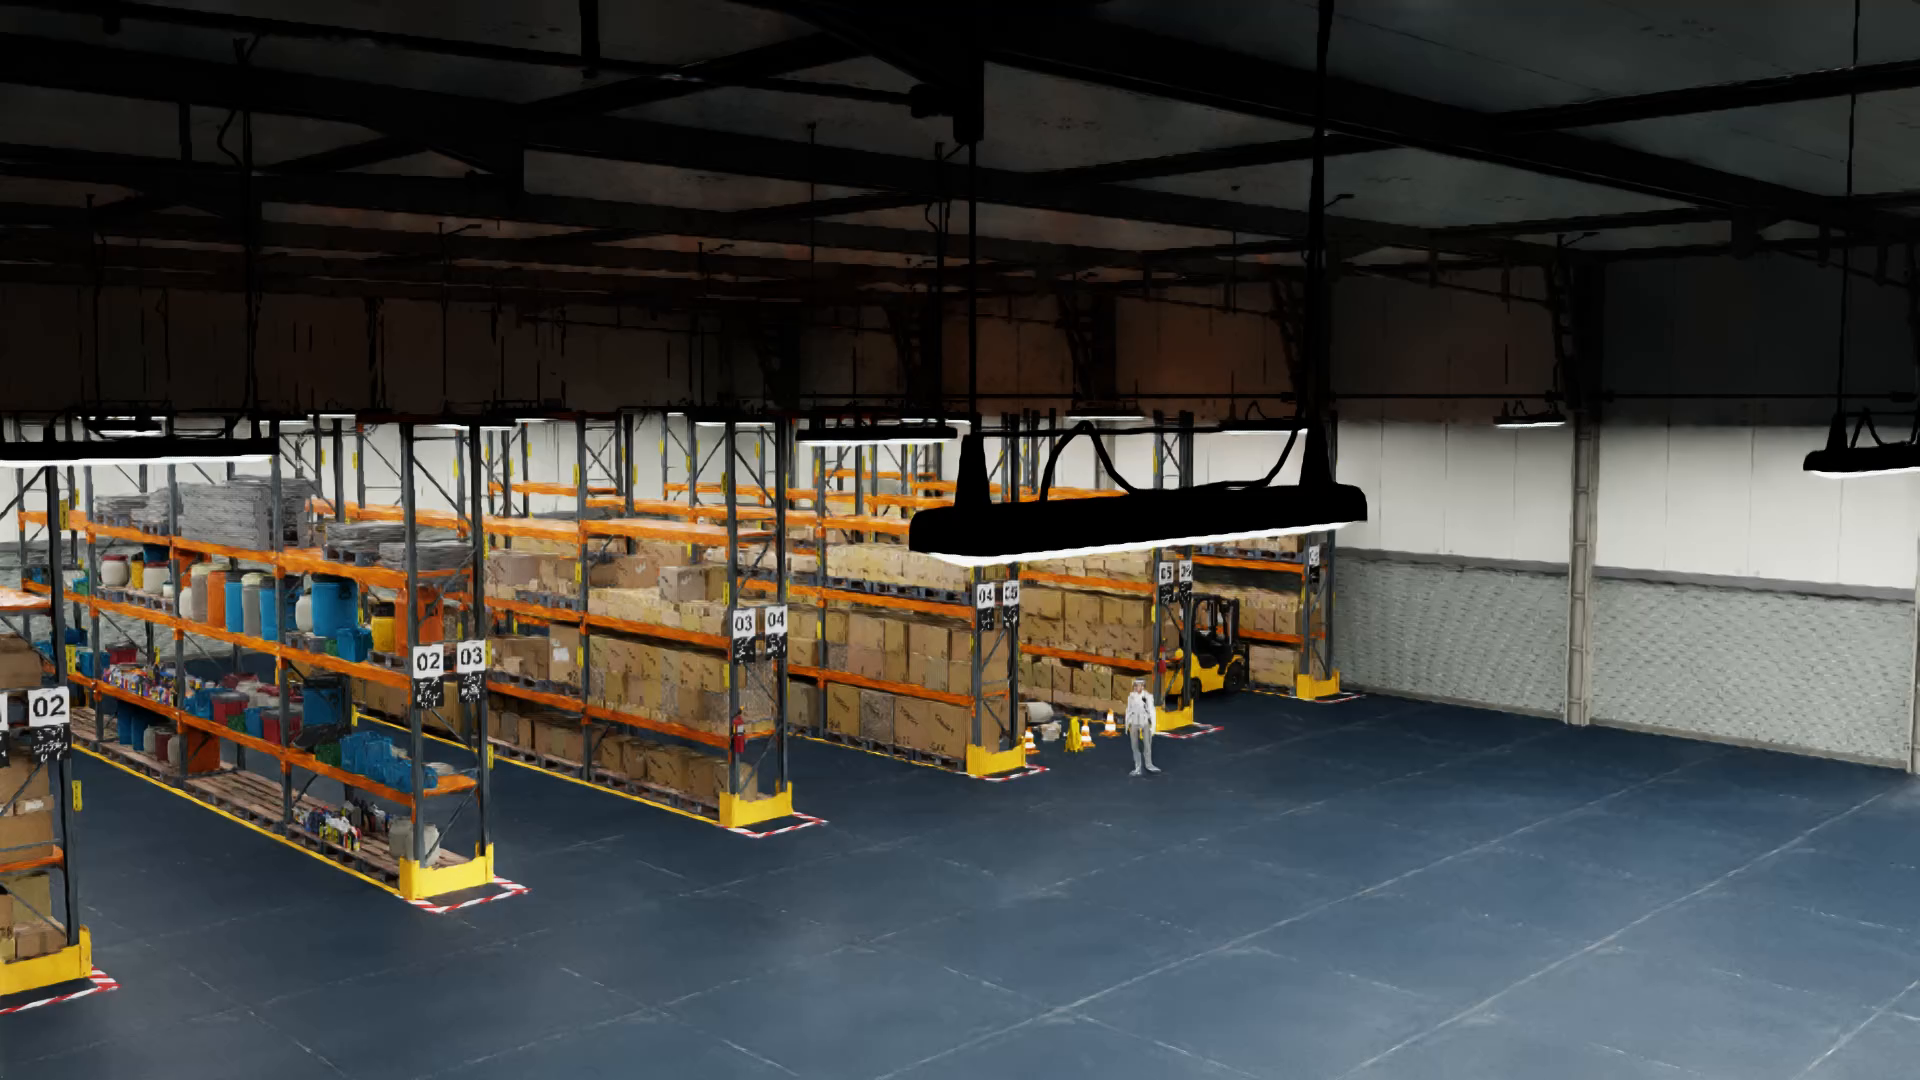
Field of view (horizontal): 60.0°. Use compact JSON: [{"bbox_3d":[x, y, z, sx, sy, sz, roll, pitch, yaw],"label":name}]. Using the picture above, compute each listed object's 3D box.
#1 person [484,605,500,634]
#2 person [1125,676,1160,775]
[{"bbox_3d":[-11.380,2.029,40.399,0.537,1.602,0.602,1,5,13],"label":"person"},{"bbox_3d":[3.053,3.088,27.886,0.568,1.666,0.515,2,5,20],"label":"person"}]
